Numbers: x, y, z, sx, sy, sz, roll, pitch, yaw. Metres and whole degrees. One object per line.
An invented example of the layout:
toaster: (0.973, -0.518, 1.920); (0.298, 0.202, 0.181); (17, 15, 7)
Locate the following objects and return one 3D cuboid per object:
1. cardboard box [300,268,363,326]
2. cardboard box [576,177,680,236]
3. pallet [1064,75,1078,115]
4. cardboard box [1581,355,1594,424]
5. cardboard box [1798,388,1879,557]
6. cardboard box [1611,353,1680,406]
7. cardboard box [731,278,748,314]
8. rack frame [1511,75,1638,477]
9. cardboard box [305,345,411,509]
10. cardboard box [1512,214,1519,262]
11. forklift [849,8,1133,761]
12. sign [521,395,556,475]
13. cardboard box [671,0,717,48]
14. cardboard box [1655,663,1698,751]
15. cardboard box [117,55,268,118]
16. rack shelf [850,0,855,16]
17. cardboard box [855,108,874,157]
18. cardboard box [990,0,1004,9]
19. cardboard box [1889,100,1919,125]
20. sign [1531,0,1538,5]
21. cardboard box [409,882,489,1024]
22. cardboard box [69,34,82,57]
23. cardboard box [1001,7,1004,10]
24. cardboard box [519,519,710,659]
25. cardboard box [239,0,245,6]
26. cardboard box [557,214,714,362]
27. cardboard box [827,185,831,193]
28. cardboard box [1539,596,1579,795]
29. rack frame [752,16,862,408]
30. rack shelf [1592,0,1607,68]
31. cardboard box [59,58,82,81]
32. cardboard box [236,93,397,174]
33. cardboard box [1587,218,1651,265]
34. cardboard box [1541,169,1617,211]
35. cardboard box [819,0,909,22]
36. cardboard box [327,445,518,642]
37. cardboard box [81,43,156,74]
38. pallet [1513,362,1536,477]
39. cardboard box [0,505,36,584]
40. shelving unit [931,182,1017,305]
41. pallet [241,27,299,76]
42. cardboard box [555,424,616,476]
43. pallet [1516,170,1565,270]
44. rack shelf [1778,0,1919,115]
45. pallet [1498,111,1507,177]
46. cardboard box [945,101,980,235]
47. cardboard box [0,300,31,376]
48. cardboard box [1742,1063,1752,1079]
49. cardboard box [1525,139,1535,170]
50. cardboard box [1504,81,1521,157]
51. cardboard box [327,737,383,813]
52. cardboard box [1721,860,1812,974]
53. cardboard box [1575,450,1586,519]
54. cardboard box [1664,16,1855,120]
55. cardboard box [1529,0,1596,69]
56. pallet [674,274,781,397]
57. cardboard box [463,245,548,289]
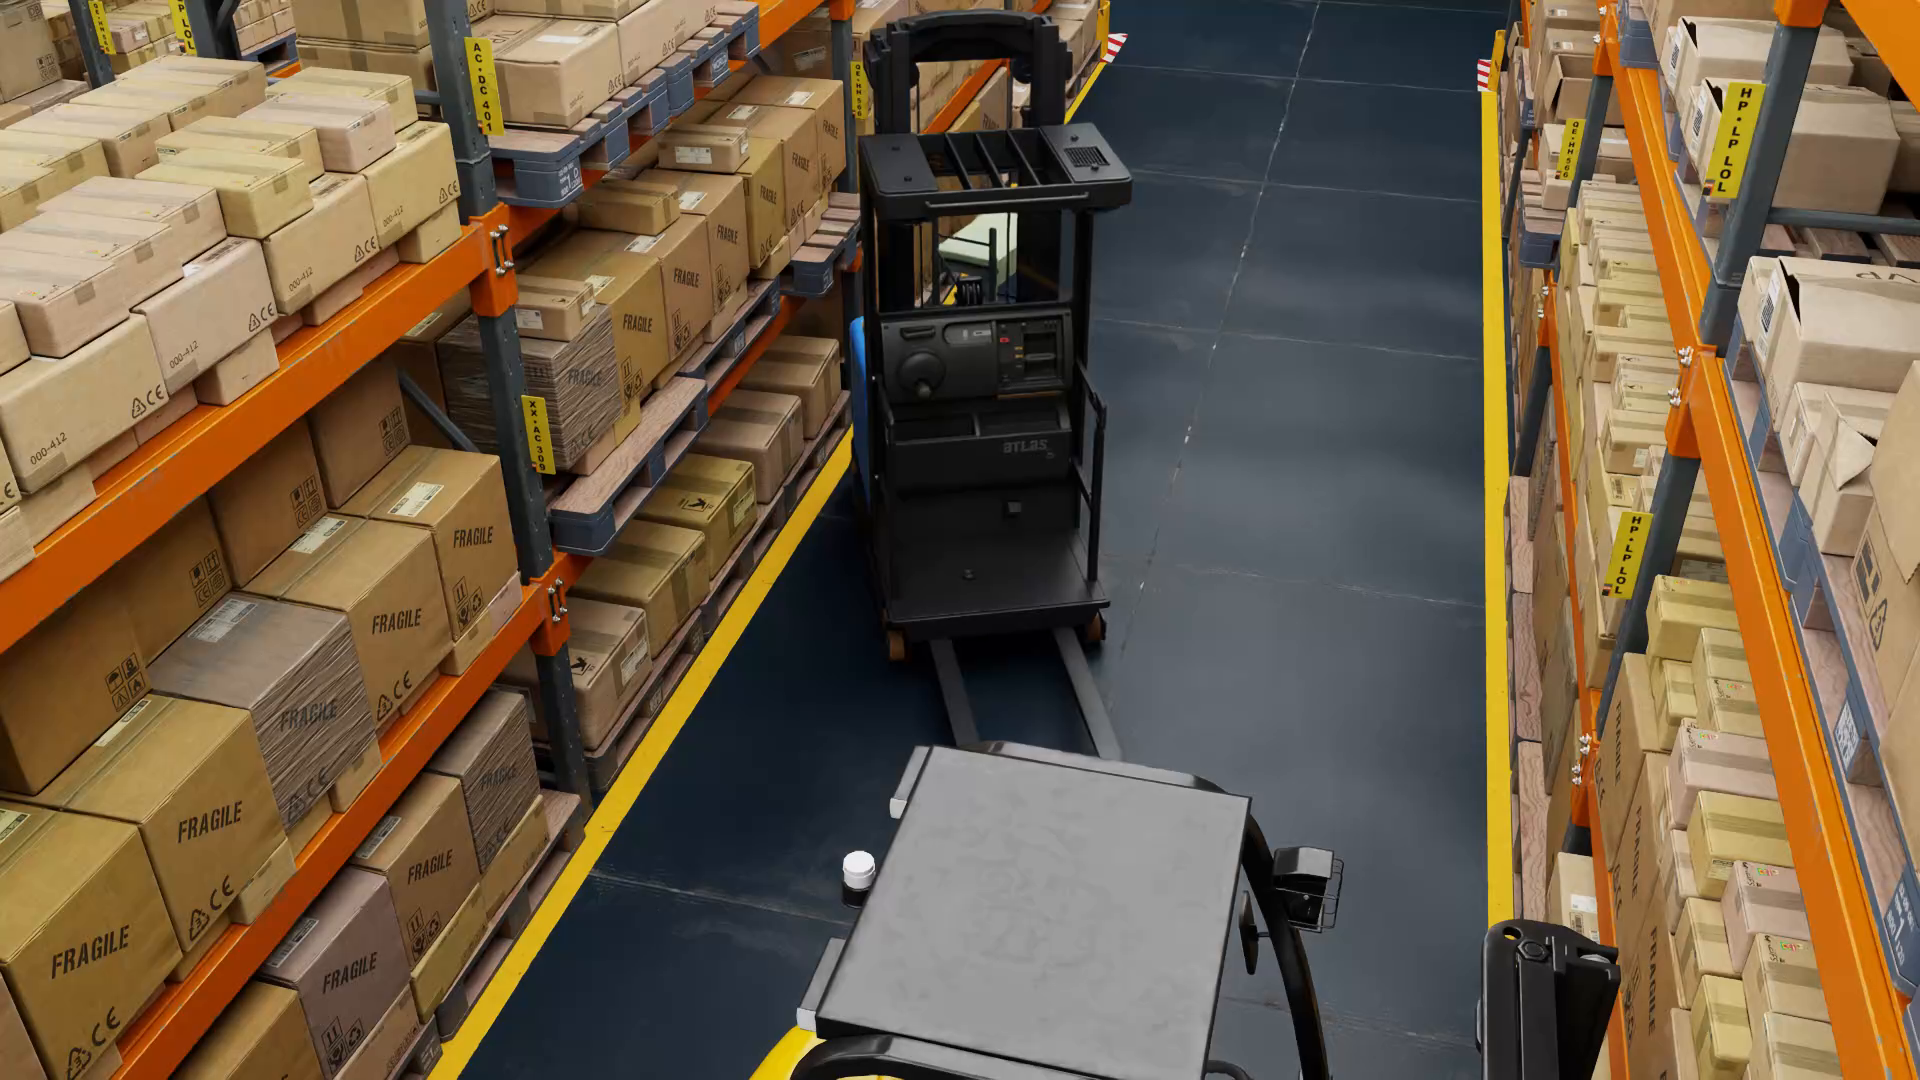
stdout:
cardboard box: (-2.094, -0.799, 5.149); (0.380, 0.149, 0.250); (8, 33, 13)
cardboard box: (-1.481, -1.492, 7.434); (0.380, 0.149, 0.250); (10, 34, 15)
pallet: (0.488, -4.093, 15.491); (1.003, 0.211, 1.213); (8, 33, 12)
cardboard box: (2.966, -0.654, 7.157); (0.500, 0.250, 0.500); (8, 33, 13)
cardboard box: (2.013, -0.125, 3.495); (0.396, 0.266, 0.258); (7, 33, 11)
cardboard box: (2.851, -0.616, 6.725); (0.380, 0.149, 0.250); (8, 33, 13)
cardboard box: (-1.275, -1.229, 8.230); (0.380, 0.149, 0.250); (7, 33, 11)
rack frame: (3.699, -1.501, 8.815); (1.000, 3.000, 0.127); (8, 33, 12)
cardboard box: (-2.440, -0.490, 5.922); (0.700, 0.500, 0.500); (8, 33, 12)
cardboard box: (4.248, -2.201, 11.855); (0.500, 0.500, 0.500); (8, 33, 12)
forklift: (0.124, -0.839, 7.837); (1.130, 2.935, 3.031); (-5, 33, -8)
sign: (-1.592, -0.395, 6.268); (0.100, 0.325, 0.005); (8, 33, 12)
cardboard box: (-1.348, -2.255, 6.954); (0.500, 0.250, 0.500); (8, 33, 12)
cardboard box: (2.284, 0.523, 4.934); (0.380, 0.149, 0.250); (9, 33, 14)
cardboard box: (-2.514, -1.477, 5.472); (0.380, 0.149, 0.250); (7, 33, 12)
rack shelf: (-0.596, -4.175, 10.896); (1.077, 0.370, 4.000); (8, 33, 12)
cardboard box: (-0.736, -2.552, 10.142); (0.500, 0.250, 0.500); (8, 33, 12)
cardboard box: (0.035, -4.136, 12.634); (0.500, 0.250, 0.500); (8, 33, 12)
cardboard box: (3.037, -1.365, 5.555); (0.380, 0.149, 0.250); (8, 33, 12)
sign: (4.187, -4.012, 11.958); (0.100, 0.325, 0.005); (8, 33, 12)
cardboard box: (-2.134, 1.505, 6.258); (0.500, 0.250, 0.500); (7, 33, 11)
cardboard box: (-6.166, -3.450, 11.447); (0.380, 0.149, 0.250); (9, 34, 14)
cardboard box: (0.042, -3.920, 12.760); (0.500, 0.250, 0.500); (7, 33, 11)
cardboard box: (-1.808, 0.186, 8.219); (0.950, 0.372, 0.625); (10, 34, 15)
cardboard box: (-5.345, -3.877, 11.840); (0.380, 0.149, 0.250); (10, 34, 15)
cardboard box: (-1.457, -1.163, 7.522); (0.500, 0.500, 0.500); (8, 33, 12)
cardboard box: (-0.959, -2.044, 9.512); (0.380, 0.149, 0.250); (9, 34, 14)
cardboard box: (3.010, 0.726, 7.135); (0.875, 0.625, 0.625); (8, 33, 12)
rack frame: (-1.103, -2.175, 9.875); (1.000, 3.000, 0.127); (8, 33, 12)
rack shelf: (4.206, -3.501, 9.836); (1.077, 0.370, 4.000); (8, 33, 12)
cardboard box: (-6.236, -3.186, 11.309); (0.380, 0.149, 0.250); (9, 33, 13)
cardboard box: (-1.979, -1.256, 5.125); (0.380, 0.149, 0.250); (7, 33, 11)
cardboard box: (3.226, -1.416, 7.984); (0.380, 0.149, 0.250); (9, 34, 14)
cardboard box: (3.495, -1.965, 9.388); (0.380, 0.149, 0.250); (9, 33, 13)
cardboard box: (-0.625, -3.120, 10.337); (0.500, 0.500, 0.500); (8, 33, 13)
cardboard box: (-1.991, -0.002, 6.087); (0.500, 0.500, 0.500); (7, 33, 11)
cardboard box: (-5.600, -3.217, 11.079); (0.380, 0.149, 0.250); (9, 34, 15)
pallet: (3.925, -0.707, 10.165); (1.003, 0.211, 1.213); (8, 33, 12)
cardboard box: (-2.411, 0.018, 3.864); (0.380, 0.149, 0.250); (8, 33, 13)
shelving unit: (0.193, -1.306, 9.907); (0.431, 1.500, 0.755); (16, 36, 24)
pallet: (-5.454, -3.748, 12.529); (1.003, 0.211, 1.213); (8, 33, 12)
cardboard box: (-1.672, -0.414, 6.948); (0.380, 0.149, 0.250); (8, 33, 13)
pallet: (3.803, -1.781, 9.435); (1.213, 0.211, 1.003); (8, 33, 12)
rack shelf: (2.176, -0.447, 2.608); (1.077, 0.370, 4.000); (8, 33, 12)
pallet: (5.197, -3.391, 14.388); (1.003, 0.211, 1.213); (8, 33, 12)
cardboard box: (-0.390, -2.729, 12.335); (0.875, 0.875, 0.875); (9, 34, 14)
cardboard box: (-2.429, -0.462, 3.876); (0.380, 0.149, 0.250); (9, 33, 13)
cardboard box: (1.938, 1.330, 3.664); (0.380, 0.149, 0.250); (8, 33, 12)
cardboard box: (4.366, -2.823, 12.228); (0.380, 0.149, 0.250); (10, 34, 15)
cardboard box: (4.964, -3.493, 13.888); (0.700, 0.500, 0.500); (7, 33, 11)
cardboard box: (-2.160, 0.743, 5.520); (0.380, 0.149, 0.250); (8, 33, 12)
cardboard box: (2.066, 0.938, 4.004); (0.380, 0.149, 0.250); (8, 33, 12)
cardboard box: (2.837, -0.174, 6.868); (0.500, 0.250, 0.500); (8, 33, 13)
cardboard box: (2.827, -1.680, 5.899); (0.500, 0.311, 0.500); (7, 33, 11)
cardboard box: (4.375, -3.576, 11.594); (0.700, 0.500, 0.500); (9, 34, 14)
pallet: (-1.566, -1.061, 8.302); (1.003, 0.211, 1.213); (8, 33, 12)
cardboard box: (-2.098, -0.973, 7.222); (0.500, 0.500, 0.500); (8, 33, 13)
